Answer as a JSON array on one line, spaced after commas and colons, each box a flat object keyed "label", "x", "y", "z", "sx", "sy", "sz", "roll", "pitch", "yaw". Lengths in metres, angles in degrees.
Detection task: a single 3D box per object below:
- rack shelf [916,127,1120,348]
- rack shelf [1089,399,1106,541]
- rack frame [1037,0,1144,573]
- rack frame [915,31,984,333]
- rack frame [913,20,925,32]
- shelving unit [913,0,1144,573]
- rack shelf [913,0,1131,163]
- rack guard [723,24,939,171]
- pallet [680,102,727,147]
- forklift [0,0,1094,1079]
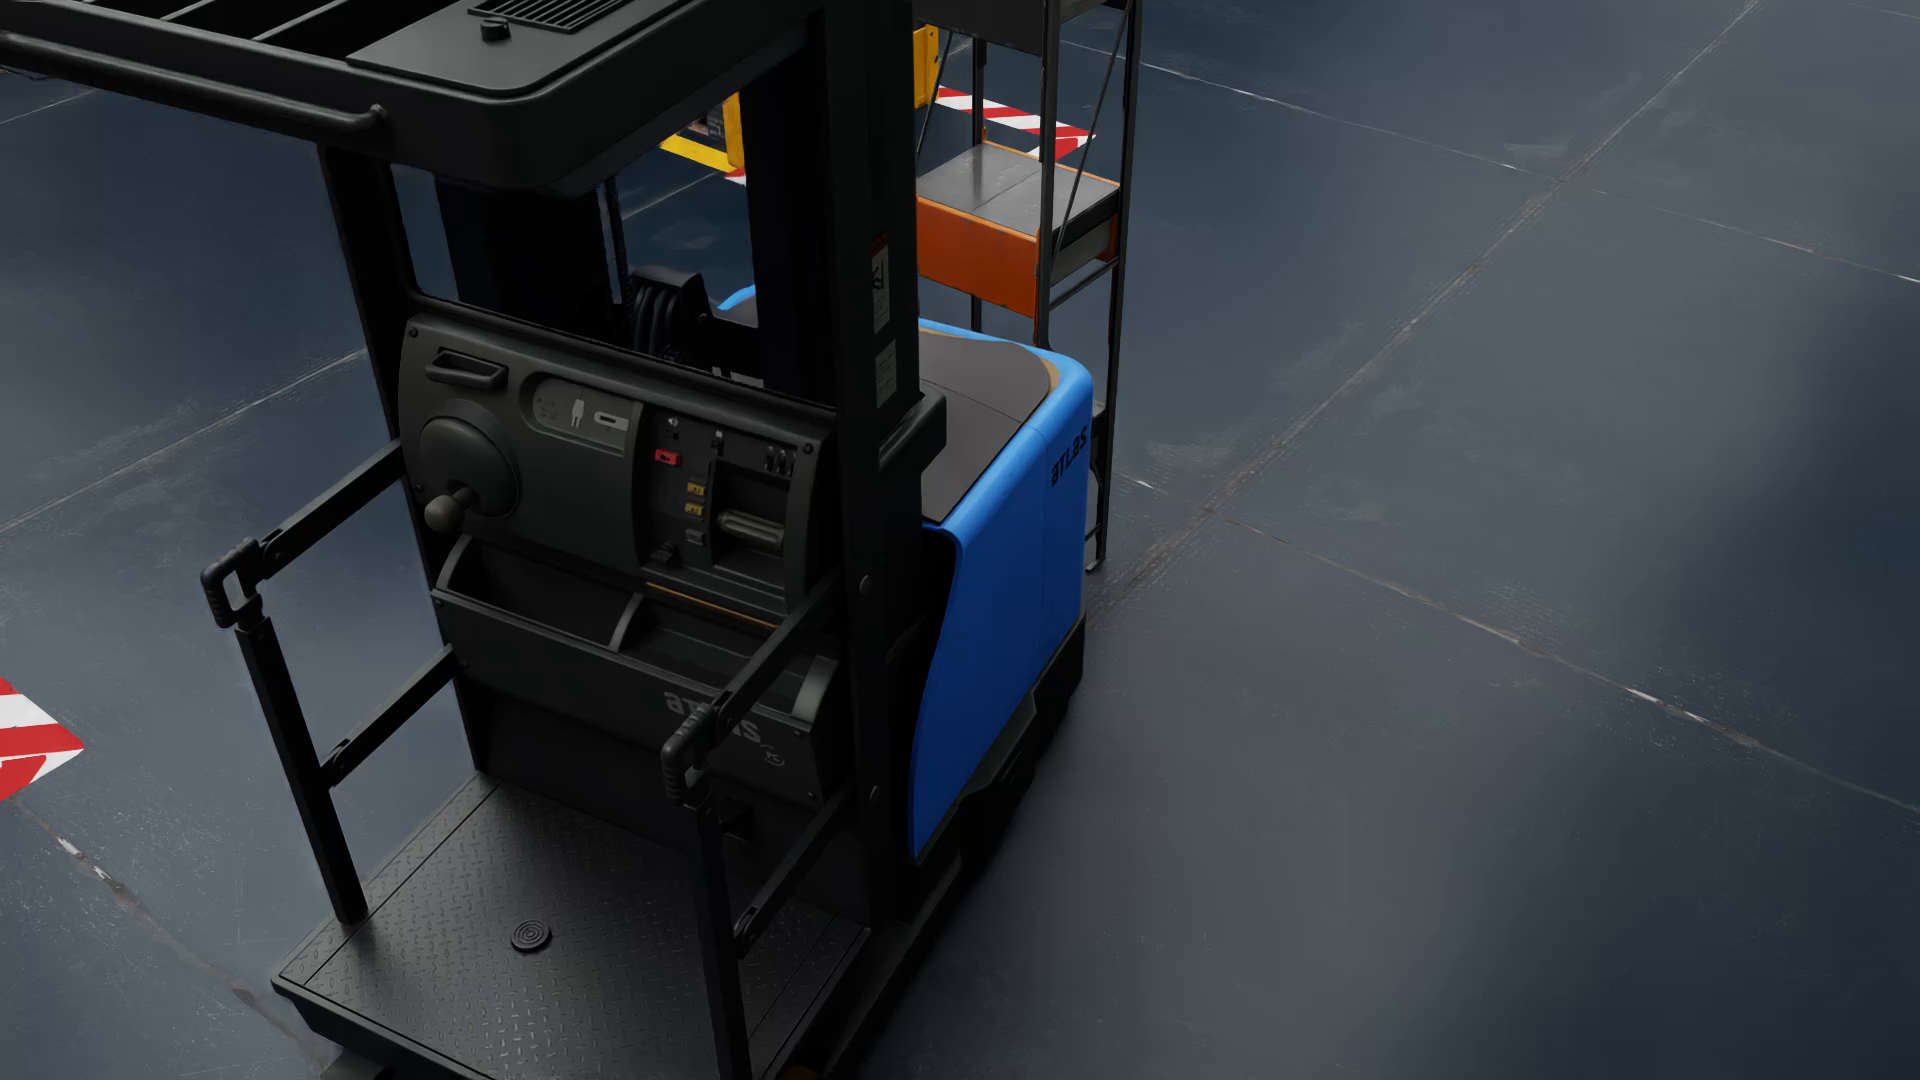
[{"label": "rack shelf", "x": 0.131, "y": -0.754, "z": 4.532, "sx": 0.480, "sy": 0.518, "sz": 0.431, "roll": 25, "pitch": 45, "yaw": 29}, {"label": "rack shelf", "x": 0.131, "y": -0.203, "z": 4.963, "sx": 0.480, "sy": 0.518, "sz": 0.431, "roll": 25, "pitch": 45, "yaw": 29}, {"label": "rack frame", "x": 0.325, "y": -0.673, "z": 4.407, "sx": 0.015, "sy": 2.100, "sz": 0.400, "roll": 25, "pitch": 45, "yaw": 29}, {"label": "rack frame", "x": -0.062, "y": -0.856, "z": 4.640, "sx": 0.015, "sy": 2.100, "sz": 0.400, "roll": 25, "pitch": 45, "yaw": 29}, {"label": "rack frame", "x": -0.506, "y": -3.056, "z": 6.720, "sx": 0.127, "sy": 3.000, "sz": 1.000, "roll": 25, "pitch": 45, "yaw": 29}, {"label": "shelving unit", "x": 0.131, "y": -0.765, "z": 4.524, "sx": 0.503, "sy": 2.100, "sz": 0.431, "roll": 25, "pitch": 45, "yaw": 29}, {"label": "rack shelf", "x": 0.131, "y": -1.305, "z": 4.100, "sx": 0.480, "sy": 0.518, "sz": 0.431, "roll": 25, "pitch": 45, "yaw": 29}, {"label": "rack guard", "x": -0.566, "y": -2.101, "z": 7.527, "sx": 0.348, "sy": 0.500, "sz": 1.175, "roll": 25, "pitch": 45, "yaw": 29}, {"label": "pallet", "x": -1.190, "y": -2.308, "z": 8.027, "sx": 1.213, "sy": 0.211, "sz": 1.003, "roll": 25, "pitch": 45, "yaw": 29}, {"label": "forklift", "x": -0.763, "y": -0.066, "z": 2.957, "sx": 1.130, "sy": 2.935, "sz": 3.031, "roll": 17, "pitch": 41, "yaw": 20}]
